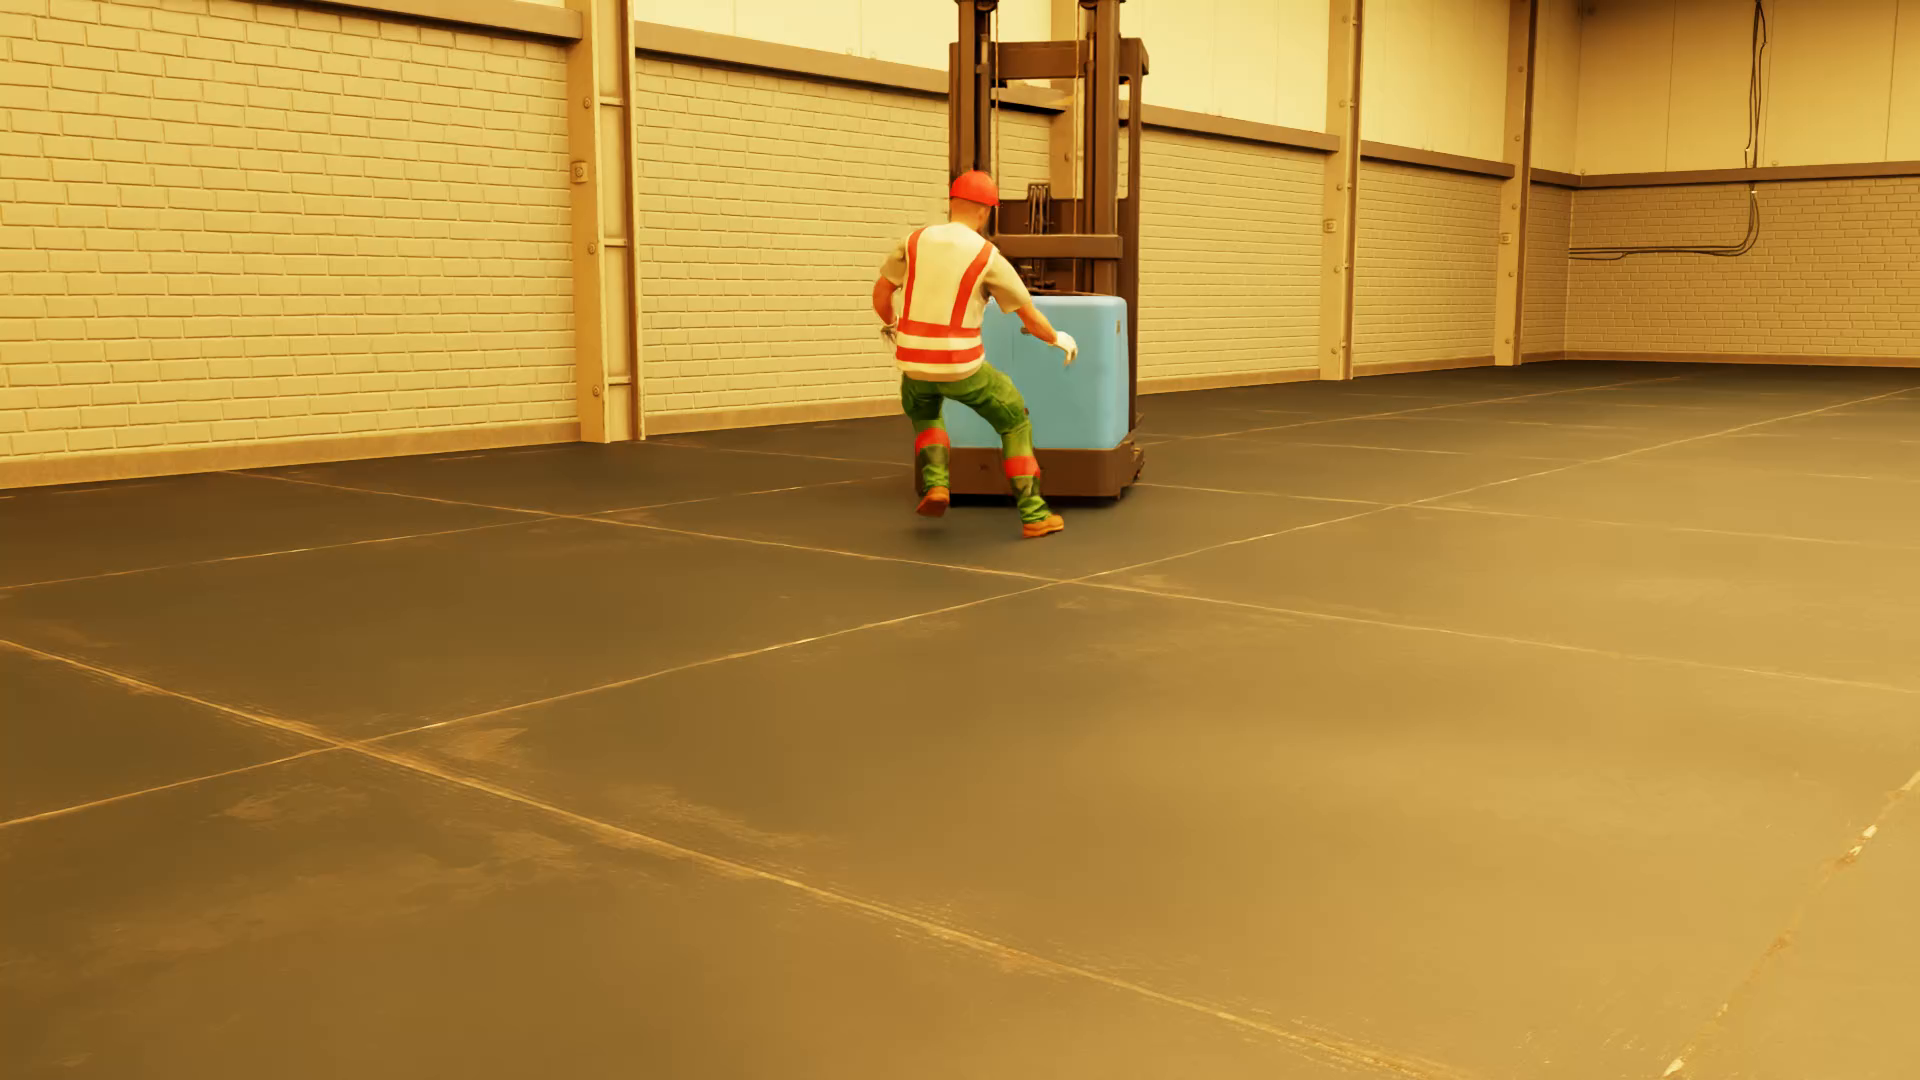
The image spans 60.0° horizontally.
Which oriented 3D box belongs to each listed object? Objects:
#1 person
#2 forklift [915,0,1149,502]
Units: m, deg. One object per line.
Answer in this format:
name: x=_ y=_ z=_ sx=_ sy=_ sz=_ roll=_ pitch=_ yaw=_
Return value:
person: x=0.022 y=-0.838 z=7.556 sx=0.907 sy=1.624 sz=0.632 roll=3 pitch=9 yaw=21
forklift: x=0.522 y=-1.824 z=9.745 sx=1.130 sy=2.935 sz=3.031 roll=1 pitch=8 yaw=10
